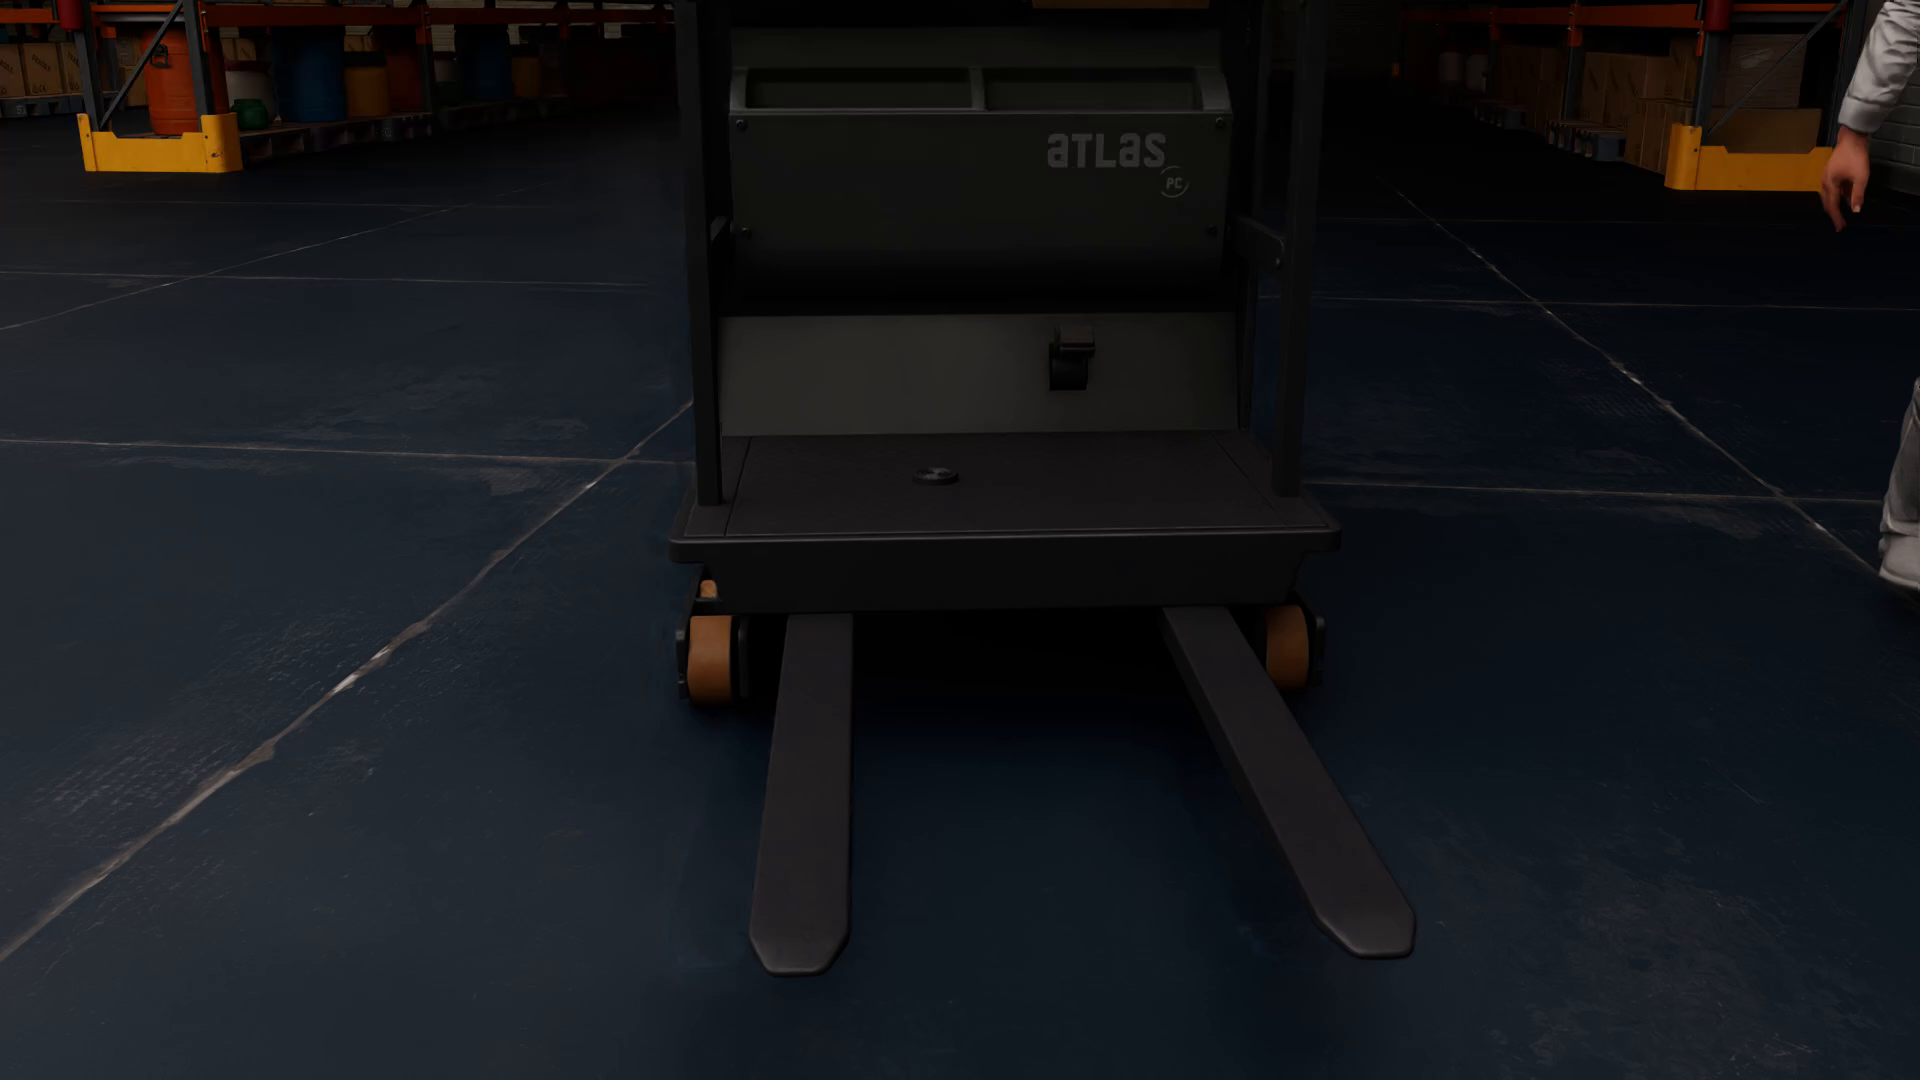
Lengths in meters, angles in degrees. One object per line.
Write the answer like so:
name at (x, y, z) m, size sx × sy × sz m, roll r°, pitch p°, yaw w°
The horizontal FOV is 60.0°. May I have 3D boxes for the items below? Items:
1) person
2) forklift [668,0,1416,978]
person at (2.042, -0.692, 3.005) m, size 0.844 × 1.736 × 0.435 m, roll 4°, pitch 18°, yaw 14°
forklift at (0.053, -1.206, 2.776) m, size 1.130 × 2.935 × 3.031 m, roll -1°, pitch 18°, yaw -3°
